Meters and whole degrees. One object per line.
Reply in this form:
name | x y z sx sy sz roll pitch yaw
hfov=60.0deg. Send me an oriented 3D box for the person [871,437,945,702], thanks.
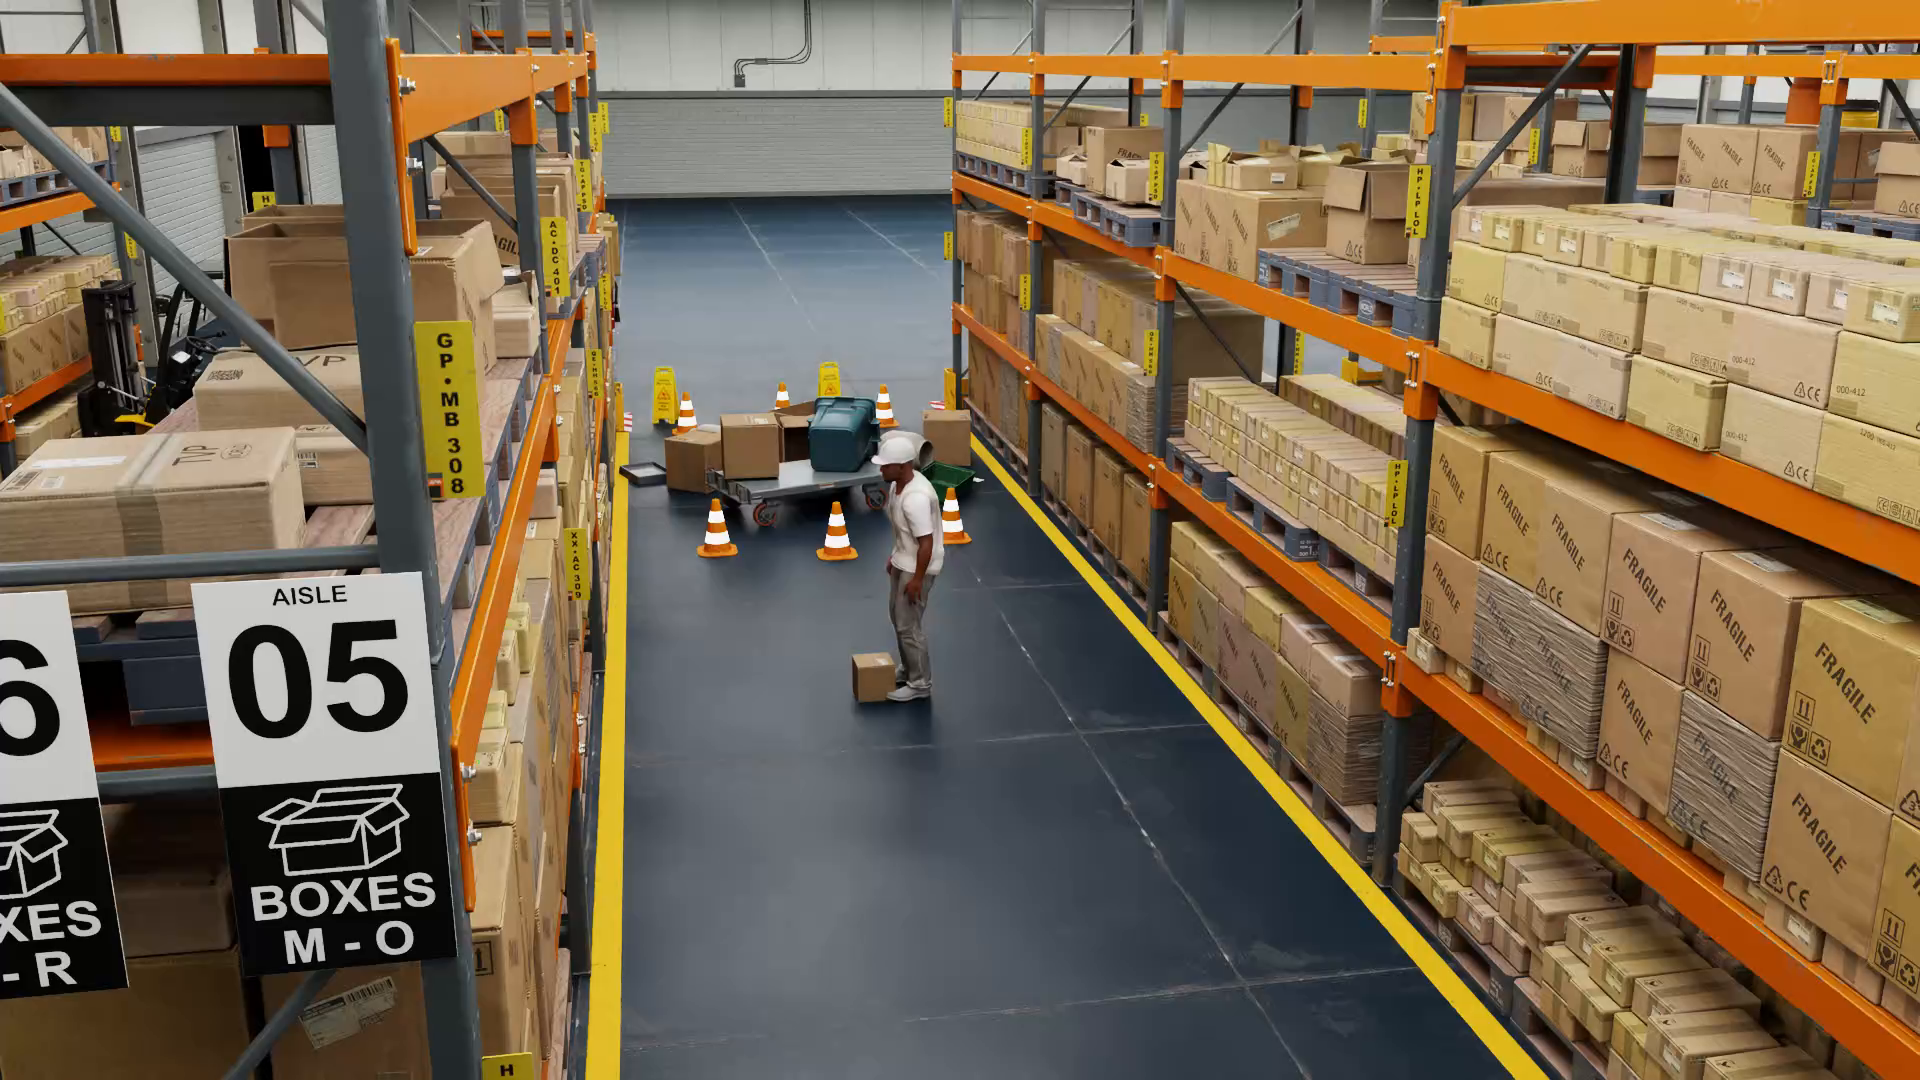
person | -0.346 0.178 10.895 0.461 1.759 0.631 -4 17 -14
